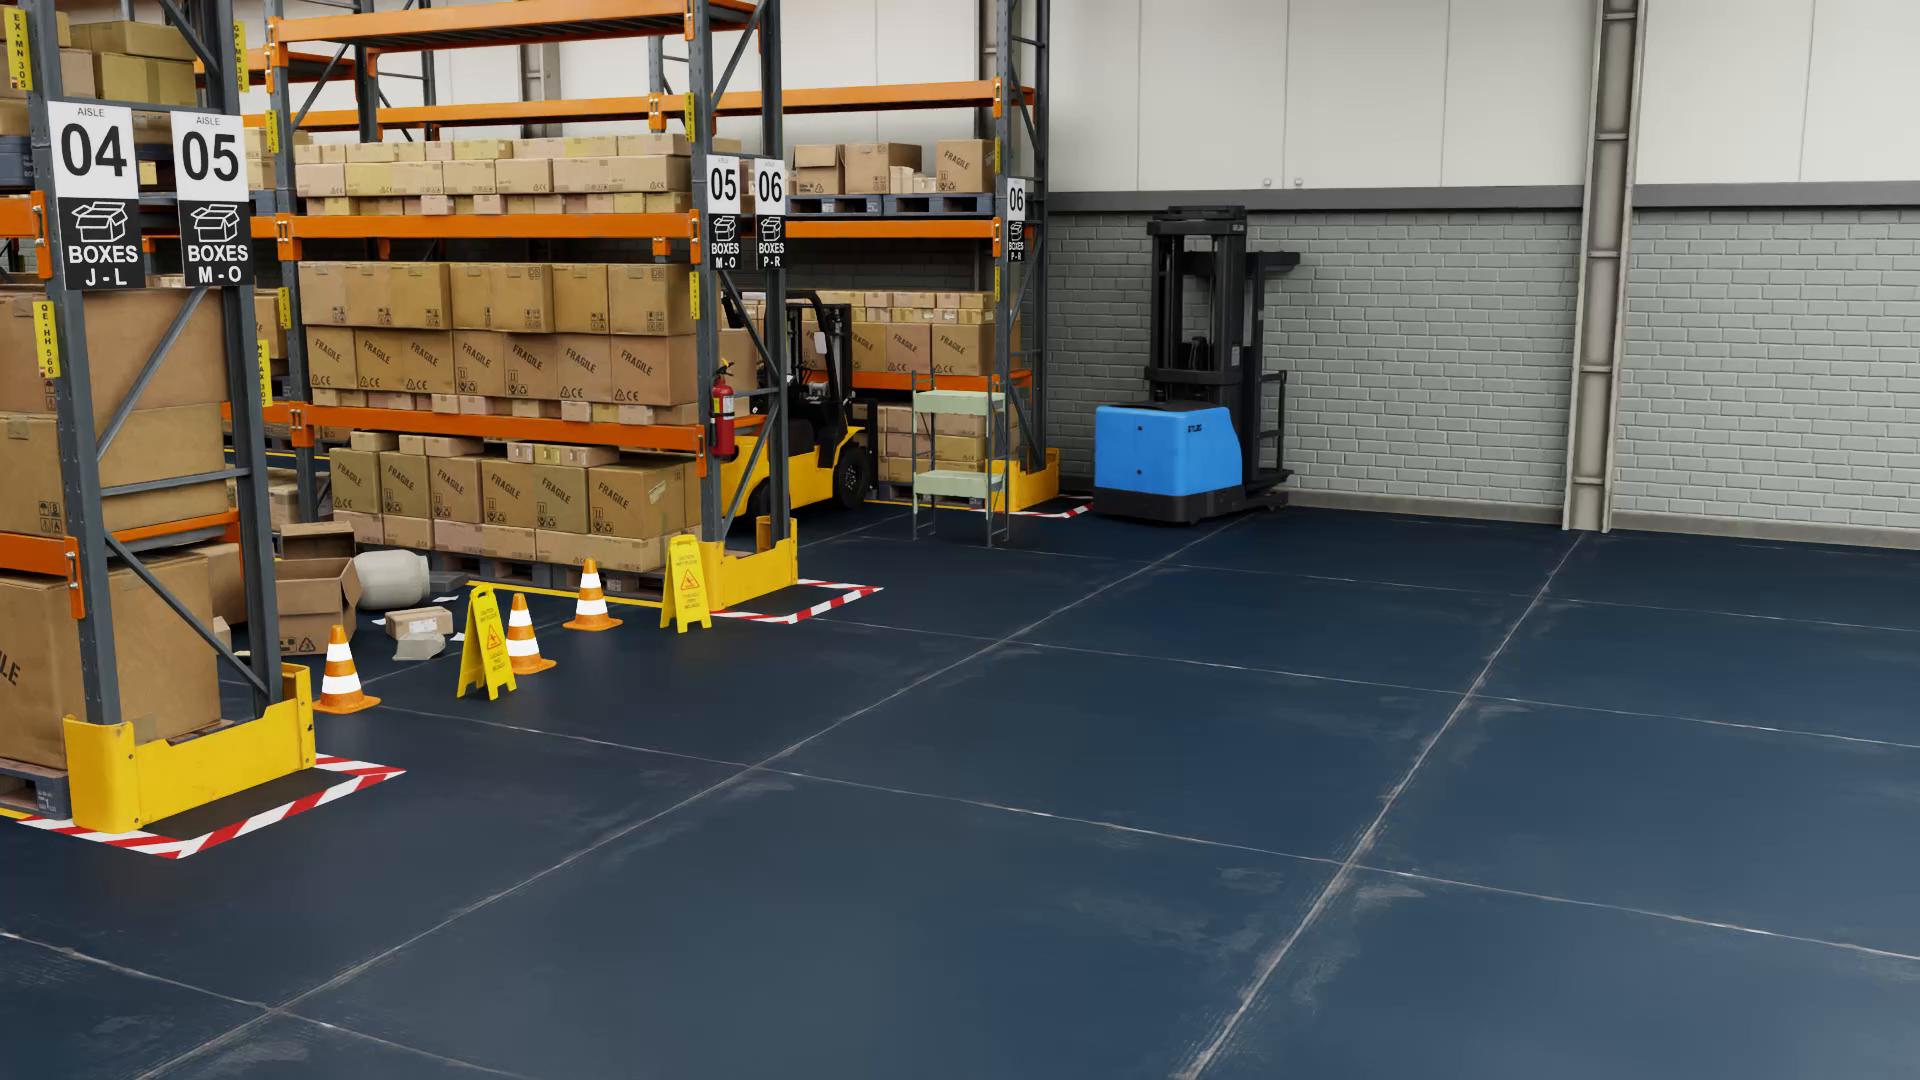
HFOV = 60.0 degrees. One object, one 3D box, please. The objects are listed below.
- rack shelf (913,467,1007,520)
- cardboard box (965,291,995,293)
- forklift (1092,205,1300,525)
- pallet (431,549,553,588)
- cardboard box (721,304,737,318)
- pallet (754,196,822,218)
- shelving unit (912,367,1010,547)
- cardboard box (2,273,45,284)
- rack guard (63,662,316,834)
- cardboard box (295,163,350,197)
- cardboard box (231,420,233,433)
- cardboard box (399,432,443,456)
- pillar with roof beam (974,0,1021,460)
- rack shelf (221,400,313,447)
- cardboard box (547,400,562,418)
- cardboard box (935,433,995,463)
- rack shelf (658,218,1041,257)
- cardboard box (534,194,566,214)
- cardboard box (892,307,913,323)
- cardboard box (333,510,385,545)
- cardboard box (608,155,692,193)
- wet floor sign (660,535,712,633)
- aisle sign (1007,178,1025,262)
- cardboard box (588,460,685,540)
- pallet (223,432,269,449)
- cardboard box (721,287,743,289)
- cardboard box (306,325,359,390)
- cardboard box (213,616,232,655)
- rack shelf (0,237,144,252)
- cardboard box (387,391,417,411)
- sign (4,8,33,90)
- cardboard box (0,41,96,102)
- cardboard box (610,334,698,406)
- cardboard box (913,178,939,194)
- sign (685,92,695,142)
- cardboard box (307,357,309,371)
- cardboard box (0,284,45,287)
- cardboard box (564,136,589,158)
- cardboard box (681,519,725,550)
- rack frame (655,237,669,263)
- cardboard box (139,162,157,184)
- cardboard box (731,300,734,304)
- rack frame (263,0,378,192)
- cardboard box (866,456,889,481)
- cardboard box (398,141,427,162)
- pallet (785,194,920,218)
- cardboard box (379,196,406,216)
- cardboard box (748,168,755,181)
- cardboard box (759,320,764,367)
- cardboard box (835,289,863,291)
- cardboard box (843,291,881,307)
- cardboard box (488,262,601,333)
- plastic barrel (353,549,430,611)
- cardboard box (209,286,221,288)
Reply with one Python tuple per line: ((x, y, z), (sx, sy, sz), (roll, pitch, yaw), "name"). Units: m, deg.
((0.006, -0.417, 14.652), (0.720, 0.370, 0.431), (5, 11, 26), "rack shelf")
((0.195, -2.461, 16.969), (0.250, 0.149, 0.380), (5, 12, 28), "cardboard box")
((2.616, -1.789, 16.387), (1.130, 2.935, 3.031), (9, 14, 41), "forklift")
((-3.451, 0.138, 13.373), (1.213, 0.211, 1.003), (5, 11, 26), "pallet")
((-2.326, -2.435, 17.660), (0.250, 0.149, 0.380), (5, 11, 26), "cardboard box")
((-2.198, -3.539, 17.690), (1.213, 0.211, 1.003), (5, 11, 26), "pallet")
((0.006, -0.737, 14.594), (0.755, 1.500, 0.431), (5, 11, 26), "shelving unit")
((-9.089, -2.311, 15.990), (0.500, 0.500, 0.500), (5, 11, 24), "cardboard box")
((-3.658, 0.969, 7.974), (0.348, 0.500, 1.175), (5, 11, 26), "rack guard")
((-4.894, -2.847, 13.202), (0.500, 0.250, 0.500), (5, 11, 25), "cardboard box")
((-8.887, -1.623, 21.113), (0.500, 0.500, 0.500), (5, 11, 24), "cardboard box")
((-4.211, -0.770, 13.174), (0.250, 0.149, 0.380), (6, 12, 28), "cardboard box")
((-1.518, -4.318, 13.321), (0.400, 9.000, 9.100), (5, 11, 26), "pillar with roof beam")
((-6.961, -1.181, 14.851), (4.000, 0.370, 1.077), (5, 11, 26), "rack shelf")
((-2.919, -1.017, 12.635), (0.250, 0.149, 0.380), (5, 11, 27), "cardboard box")
((0.038, -0.943, 16.655), (0.500, 0.250, 0.500), (5, 11, 25), "cardboard box")
((-1.181, -3.134, 17.224), (4.000, 0.370, 1.077), (5, 11, 26), "rack shelf")
((-2.927, -2.481, 12.299), (0.250, 0.149, 0.380), (5, 11, 25), "cardboard box")
((-0.487, -2.273, 16.763), (0.250, 0.149, 0.380), (5, 11, 25), "cardboard box")
((-4.758, -0.141, 13.628), (0.500, 0.250, 0.500), (4, 11, 23), "cardboard box")
((-2.158, -2.608, 11.879), (0.500, 0.250, 0.500), (5, 11, 25), "cardboard box")
((-1.883, 0.283, 11.357), (0.267, 0.644, 0.232), (-10, 14, -43), "wet floor sign")
((0.542, -3.082, 16.037), (0.004, 0.787, 0.394), (5, 11, 26), "aisle sign")
((-2.414, -0.306, 12.434), (0.500, 0.500, 0.500), (5, 11, 26), "cardboard box")
((-9.403, -1.370, 21.708), (1.213, 0.211, 1.003), (5, 11, 26), "pallet")
((-2.554, -2.708, 18.332), (0.250, 0.149, 0.380), (5, 11, 26), "cardboard box")
((-4.896, -1.493, 13.443), (0.500, 0.500, 0.500), (5, 11, 26), "cardboard box")
((-4.911, 0.608, 10.624), (0.258, 0.266, 0.396), (7, 13, 36), "cardboard box")
((-11.942, -4.080, 22.449), (4.000, 0.370, 1.077), (5, 11, 26), "rack shelf")
((-4.319, -1.125, 13.227), (0.250, 0.149, 0.380), (5, 12, 28), "cardboard box")
((-3.932, -2.050, 6.950), (0.005, 0.325, 0.100), (5, 11, 26), "sign")
((-4.242, -2.062, 7.402), (0.500, 0.250, 0.500), (5, 11, 27), "cardboard box")
((-2.189, -1.256, 12.132), (0.500, 0.500, 0.500), (5, 11, 25), "cardboard box")
((-0.265, -3.480, 16.358), (0.250, 0.149, 0.380), (5, 11, 24), "cardboard box")
((-1.844, -2.886, 11.347), (0.005, 0.325, 0.100), (5, 11, 26), "sign")
((-5.523, -1.554, 14.420), (0.250, 0.149, 0.380), (5, 11, 27), "cardboard box")
((-4.972, -0.998, 8.370), (0.550, 0.550, 0.875), (5, 11, 26), "cardboard box")
((-2.670, -2.858, 12.142), (0.250, 0.149, 0.380), (5, 11, 26), "cardboard box")
((-2.181, -0.023, 12.977), (0.500, 0.250, 0.500), (5, 11, 25), "cardboard box")
((-2.974, -2.170, 18.298), (0.127, 3.000, 1.000), (5, 11, 26), "rack frame")
((-6.664, -3.090, 14.199), (0.500, 0.250, 0.500), (5, 11, 27), "cardboard box")
((-2.313, -2.587, 17.667), (0.250, 0.149, 0.380), (5, 11, 25), "cardboard box")
((-5.167, -4.329, 13.382), (0.127, 3.000, 1.000), (5, 11, 26), "rack frame")
((-0.835, -0.777, 17.140), (0.500, 0.250, 0.500), (5, 11, 26), "cardboard box")
((-4.082, -2.970, 12.763), (0.250, 0.149, 0.380), (5, 11, 24), "cardboard box")
((-1.108, -3.443, 17.158), (1.213, 0.211, 1.003), (5, 11, 26), "pallet")
((-4.308, -2.608, 13.001), (0.250, 0.149, 0.380), (5, 12, 28), "cardboard box")
((-2.336, -3.754, 17.415), (0.500, 0.311, 0.500), (5, 12, 27), "cardboard box")
((-1.763, -2.064, 17.434), (0.500, 0.500, 0.500), (5, 11, 25), "cardboard box")
((-1.207, -2.577, 17.608), (0.250, 0.149, 0.380), (5, 12, 27), "cardboard box")
((-0.991, -2.449, 16.900), (0.250, 0.149, 0.380), (5, 12, 27), "cardboard box")
((-3.088, -1.820, 12.438), (0.500, 0.500, 0.700), (5, 11, 25), "cardboard box")
((-4.102, 0.285, 11.967), (0.512, 0.421, 0.421), (-4, 11, -23), "plastic barrel")
((-6.305, -2.151, 14.076), (0.250, 0.149, 0.380), (5, 11, 24), "cardboard box")
